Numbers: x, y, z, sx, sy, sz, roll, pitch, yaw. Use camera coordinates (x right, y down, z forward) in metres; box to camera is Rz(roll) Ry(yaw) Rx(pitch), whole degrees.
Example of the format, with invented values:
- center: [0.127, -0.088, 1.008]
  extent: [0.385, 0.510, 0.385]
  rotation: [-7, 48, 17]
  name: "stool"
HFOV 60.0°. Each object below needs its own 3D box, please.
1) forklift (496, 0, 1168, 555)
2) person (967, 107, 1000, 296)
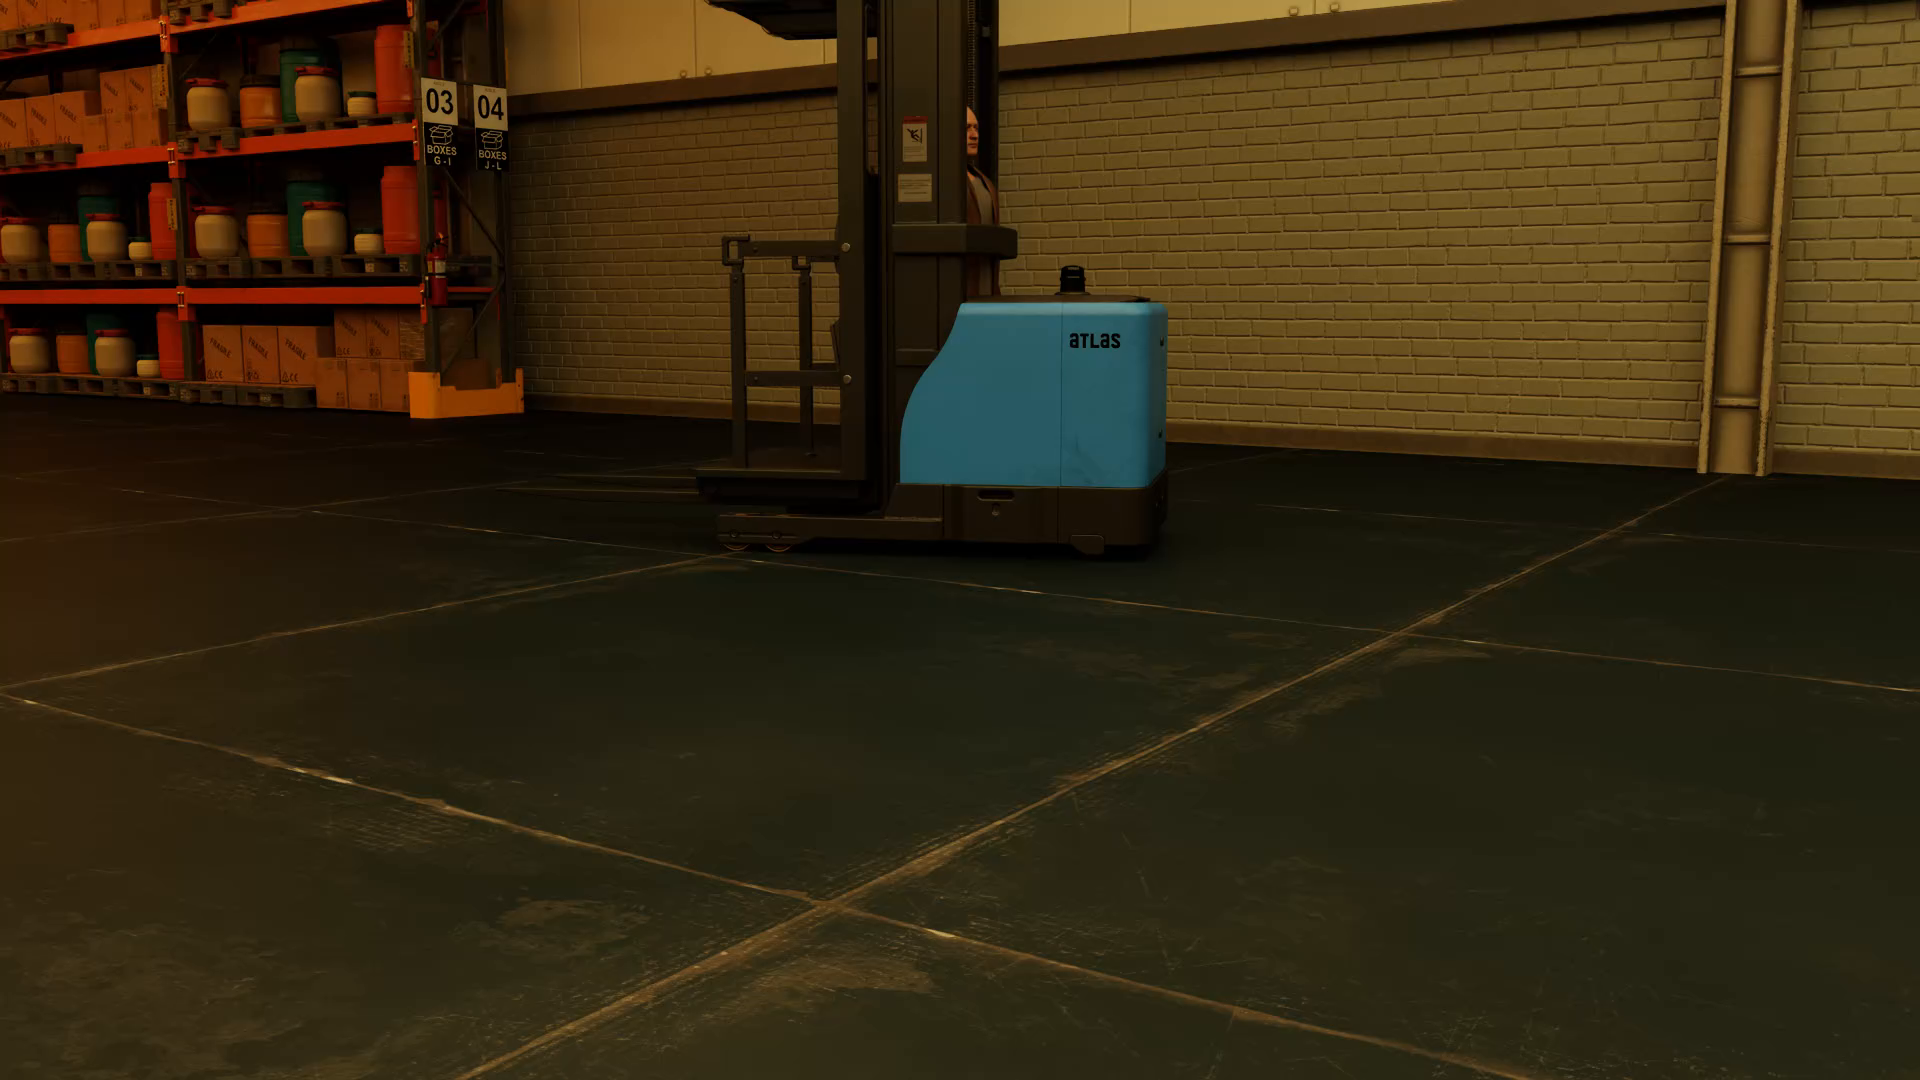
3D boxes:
- center: [-0.596, -1.469, 7.520]
  extent: [3.031, 2.935, 1.130]
  rotation: [2, 8, 12]
  name: "forklift"
- center: [-0.001, -1.079, 7.458]
  extent: [0.323, 1.710, 0.550]
  rotation: [5, 10, 34]
  name: "person"
